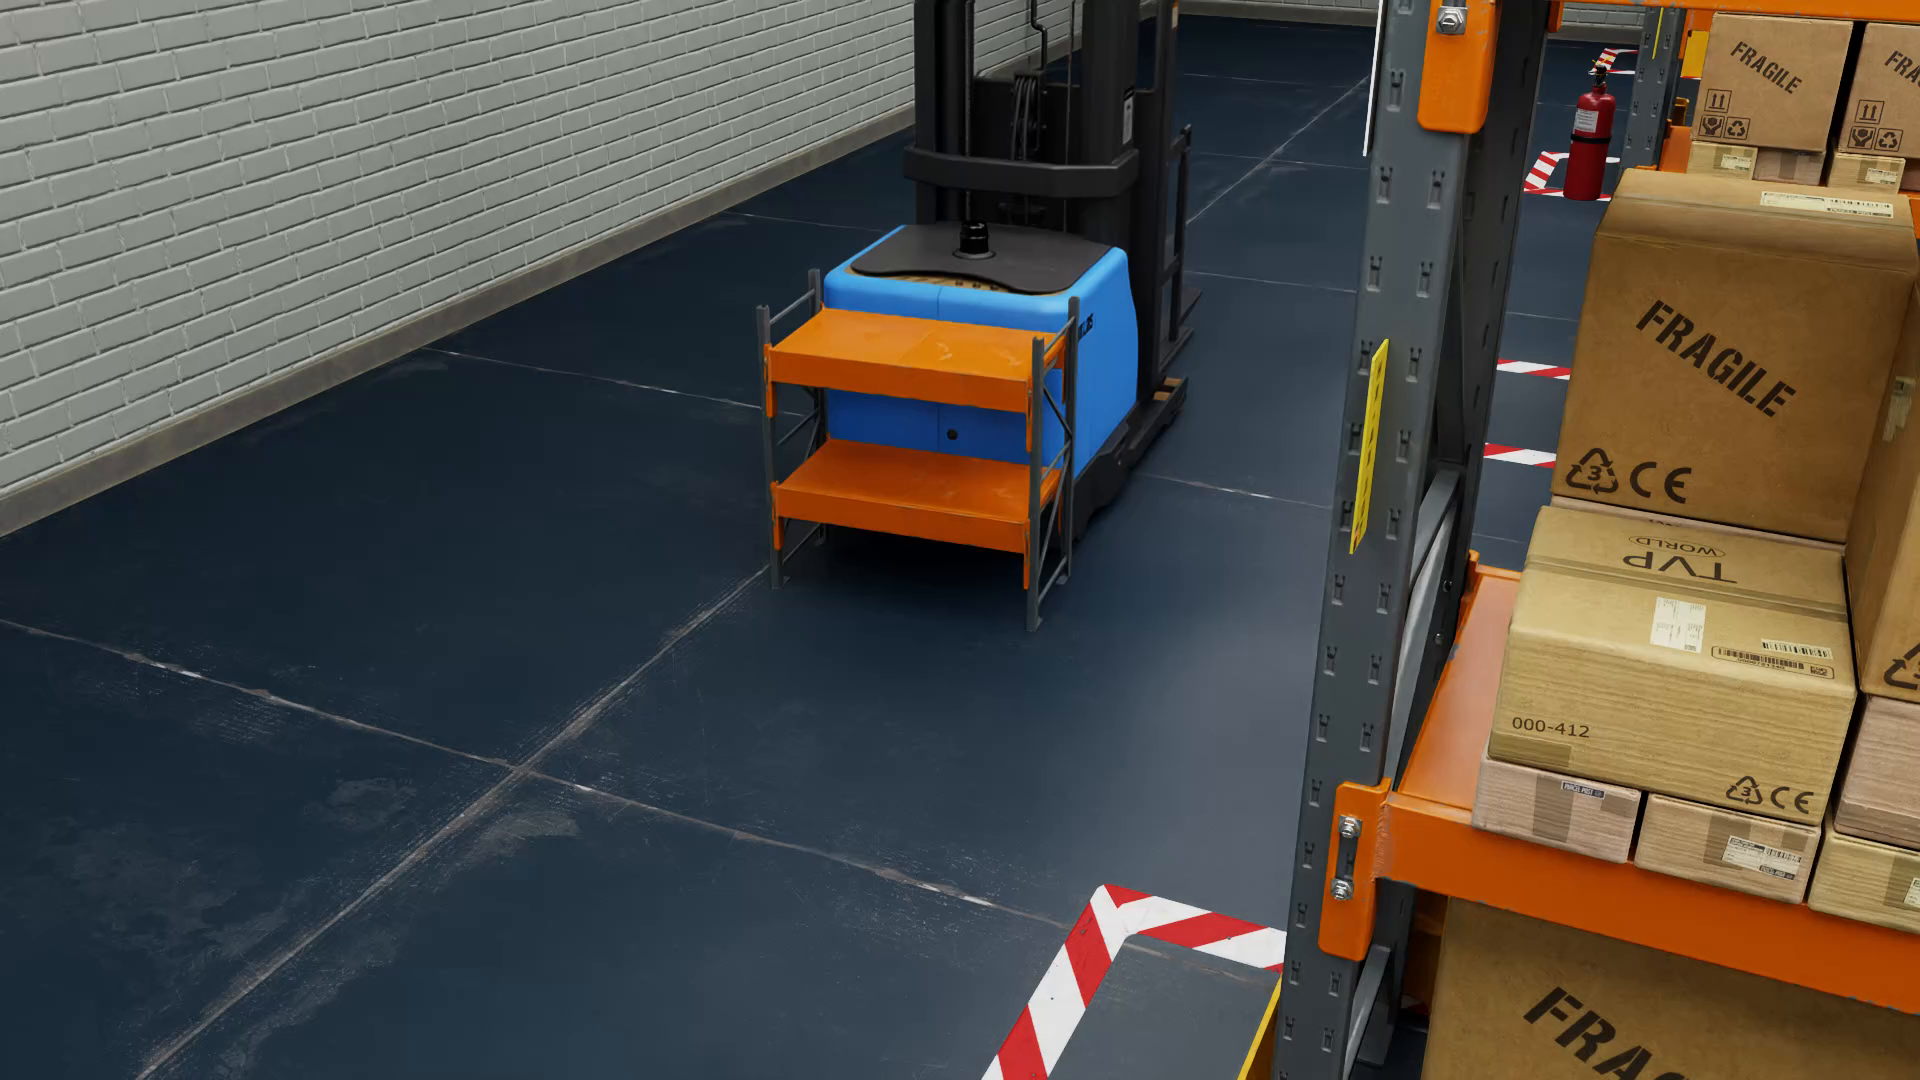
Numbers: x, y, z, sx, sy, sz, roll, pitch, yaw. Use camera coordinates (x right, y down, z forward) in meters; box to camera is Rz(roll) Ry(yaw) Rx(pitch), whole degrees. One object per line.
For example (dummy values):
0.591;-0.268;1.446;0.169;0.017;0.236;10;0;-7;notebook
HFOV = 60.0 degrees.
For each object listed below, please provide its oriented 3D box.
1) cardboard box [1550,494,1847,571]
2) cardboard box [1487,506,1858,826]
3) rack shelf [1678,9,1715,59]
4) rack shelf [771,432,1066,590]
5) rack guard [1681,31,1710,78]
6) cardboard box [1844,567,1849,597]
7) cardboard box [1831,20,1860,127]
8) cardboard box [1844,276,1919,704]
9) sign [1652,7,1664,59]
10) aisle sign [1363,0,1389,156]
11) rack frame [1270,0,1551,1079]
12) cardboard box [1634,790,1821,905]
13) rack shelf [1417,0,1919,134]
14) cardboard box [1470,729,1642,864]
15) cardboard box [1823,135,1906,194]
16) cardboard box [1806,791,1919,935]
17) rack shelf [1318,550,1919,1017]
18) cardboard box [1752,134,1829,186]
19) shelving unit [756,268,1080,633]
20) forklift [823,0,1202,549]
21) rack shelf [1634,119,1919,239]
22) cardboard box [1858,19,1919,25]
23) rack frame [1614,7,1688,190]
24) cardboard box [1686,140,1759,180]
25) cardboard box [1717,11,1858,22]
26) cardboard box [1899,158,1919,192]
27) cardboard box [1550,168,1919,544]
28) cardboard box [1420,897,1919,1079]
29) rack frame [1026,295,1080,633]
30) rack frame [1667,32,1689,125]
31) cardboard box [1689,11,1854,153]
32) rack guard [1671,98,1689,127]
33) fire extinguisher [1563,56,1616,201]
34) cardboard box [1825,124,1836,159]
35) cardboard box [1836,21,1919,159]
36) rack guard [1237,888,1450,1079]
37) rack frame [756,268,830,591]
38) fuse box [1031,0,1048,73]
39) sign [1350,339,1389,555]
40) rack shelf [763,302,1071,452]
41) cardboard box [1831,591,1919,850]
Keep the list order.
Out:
1.419;-0.024;3.237;0.500;0.250;0.500;11;28;21;cardboard box
1.193;0.190;2.801;0.500;0.250;0.500;11;28;20;cardboard box
6.791;-3.236;10.742;4.000;0.370;1.077;11;28;22;rack shelf
-0.144;-0.124;6.282;1.000;0.278;0.538;9;28;17;rack shelf
7.091;-4.786;15.905;0.348;0.500;1.175;11;28;22;rack guard
1.880;0.069;3.048;0.500;0.250;0.500;11;28;21;cardboard box
3.995;-2.019;7.006;0.500;0.500;0.500;11;28;21;cardboard box
1.648;-0.055;2.450;0.500;0.500;0.500;11;28;21;cardboard box
2.789;-2.086;6.611;0.005;0.325;0.100;11;28;22;sign
0.678;-0.999;2.440;0.004;0.787;0.394;11;28;22;aisle sign
0.868;0.060;3.233;0.127;3.000;1.000;11;28;22;rack frame
1.289;0.416;2.793;0.250;0.149;0.380;11;28;21;cardboard box
2.689;-0.597;1.986;4.000;0.370;1.077;11;28;22;rack shelf
1.054;0.370;2.887;0.250;0.149;0.380;12;29;22;cardboard box
3.644;-1.512;6.709;0.250;0.149;0.380;11;28;20;cardboard box
1.522;0.463;2.698;0.250;0.149;0.380;11;28;21;cardboard box
2.689;0.748;2.649;4.000;0.370;1.077;11;28;22;rack shelf
3.421;-1.582;6.853;0.250;0.149;0.380;12;29;24;cardboard box
-0.144;-0.343;6.174;1.048;1.125;0.538;9;28;17;shelving unit
0.454;-1.907;7.304;1.130;2.935;3.031;10;28;19;forklift
4.834;-1.228;6.662;4.000;0.370;1.077;11;28;22;rack shelf
3.774;-2.264;6.371;0.500;0.500;0.500;12;29;23;cardboard box
3.013;-1.916;7.246;0.127;3.000;1.000;11;28;22;rack frame
3.172;-1.612;6.913;0.250;0.149;0.380;11;28;21;cardboard box
3.312;-2.354;6.554;0.500;0.500;0.500;11;28;21;cardboard box
3.937;-1.519;6.725;0.250;0.149;0.380;13;29;24;cardboard box
1.420;-0.359;3.068;0.500;0.500;0.500;12;29;22;cardboard box
1.484;0.909;3.437;0.875;0.875;0.875;11;28;22;cardboard box
0.337;-0.271;6.026;0.032;1.125;0.500;9;28;17;rack frame
4.970;-3.925;11.326;0.127;3.000;1.000;11;28;22;rack frame
3.307;-1.901;6.766;0.500;0.500;0.500;13;29;24;cardboard box
4.948;-2.808;11.887;0.348;0.500;1.175;11;28;22;rack guard
2.975;-1.946;7.816;0.183;0.674;0.296;11;28;22;fire extinguisher
3.872;-1.757;7.207;0.250;0.149;0.380;11;28;21;cardboard box
3.805;-1.814;6.588;0.500;0.500;0.500;11;28;22;cardboard box
0.846;1.177;3.794;0.348;0.500;1.175;11;28;22;rack guard
-0.625;-0.416;6.322;0.032;1.125;0.500;9;28;17;rack frame
0.830;-5.186;15.347;0.414;1.711;0.539;11;28;22;fuse box
0.633;-0.142;2.573;0.005;0.325;0.100;11;28;22;sign
-0.144;-0.606;6.045;1.000;0.278;0.538;9;28;17;rack shelf
1.669;0.282;2.614;0.500;0.250;0.500;11;28;21;cardboard box
